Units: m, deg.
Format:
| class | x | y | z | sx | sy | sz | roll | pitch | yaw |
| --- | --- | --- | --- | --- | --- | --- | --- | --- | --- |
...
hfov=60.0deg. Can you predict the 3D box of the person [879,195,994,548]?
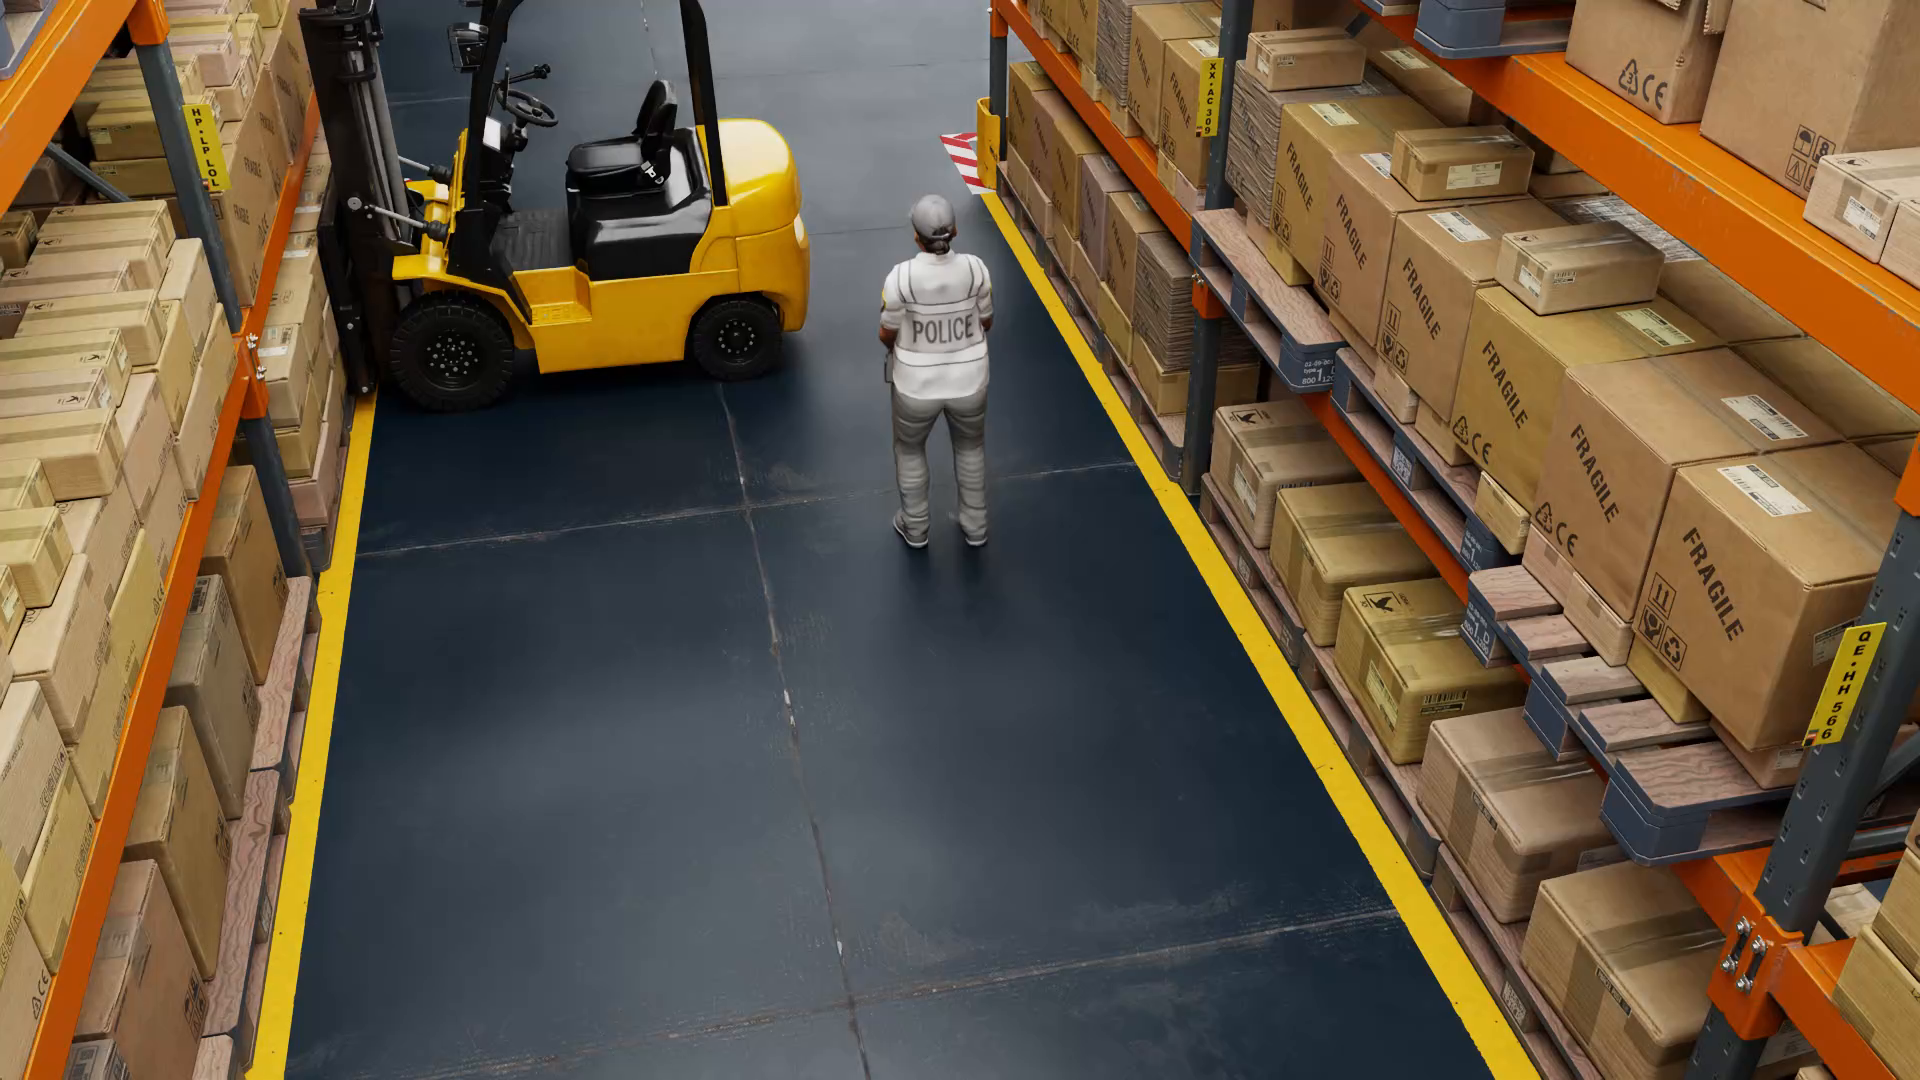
| class | x | y | z | sx | sy | sz | roll | pitch | yaw |
| --- | --- | --- | --- | --- | --- | --- | --- | --- | --- |
| person | -0.108 | -0.710 | 7.165 | 0.487 | 1.670 | 0.503 | -8 | 35 | -11 |
